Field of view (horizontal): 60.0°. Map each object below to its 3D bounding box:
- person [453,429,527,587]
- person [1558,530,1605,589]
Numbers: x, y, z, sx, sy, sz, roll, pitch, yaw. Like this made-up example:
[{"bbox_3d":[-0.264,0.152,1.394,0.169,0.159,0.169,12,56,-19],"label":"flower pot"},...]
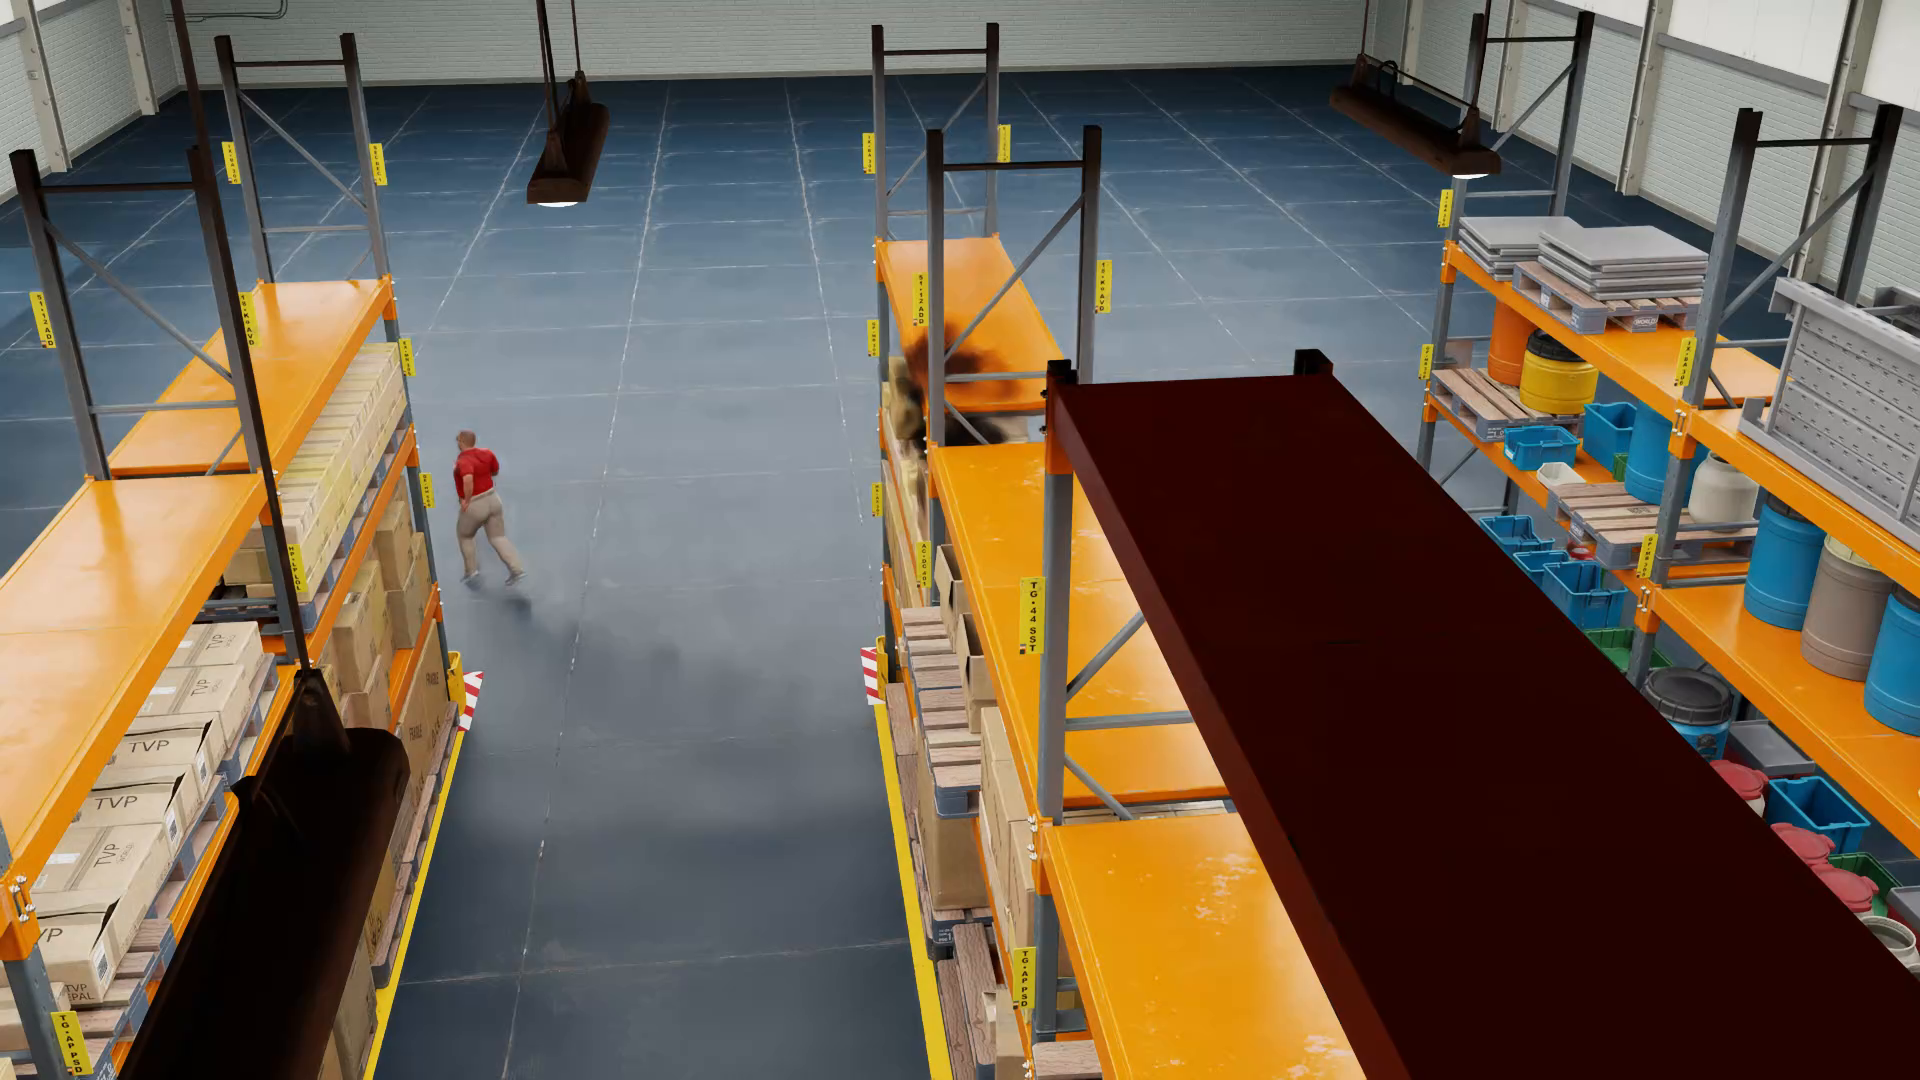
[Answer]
[{"bbox_3d":[-4.888,-0.276,17.137,0.919,1.804,0.636,17,30,32],"label":"person"},{"bbox_3d":[6.051,0.144,16.183,0.719,1.781,0.675,-9,27,-18],"label":"person"}]
